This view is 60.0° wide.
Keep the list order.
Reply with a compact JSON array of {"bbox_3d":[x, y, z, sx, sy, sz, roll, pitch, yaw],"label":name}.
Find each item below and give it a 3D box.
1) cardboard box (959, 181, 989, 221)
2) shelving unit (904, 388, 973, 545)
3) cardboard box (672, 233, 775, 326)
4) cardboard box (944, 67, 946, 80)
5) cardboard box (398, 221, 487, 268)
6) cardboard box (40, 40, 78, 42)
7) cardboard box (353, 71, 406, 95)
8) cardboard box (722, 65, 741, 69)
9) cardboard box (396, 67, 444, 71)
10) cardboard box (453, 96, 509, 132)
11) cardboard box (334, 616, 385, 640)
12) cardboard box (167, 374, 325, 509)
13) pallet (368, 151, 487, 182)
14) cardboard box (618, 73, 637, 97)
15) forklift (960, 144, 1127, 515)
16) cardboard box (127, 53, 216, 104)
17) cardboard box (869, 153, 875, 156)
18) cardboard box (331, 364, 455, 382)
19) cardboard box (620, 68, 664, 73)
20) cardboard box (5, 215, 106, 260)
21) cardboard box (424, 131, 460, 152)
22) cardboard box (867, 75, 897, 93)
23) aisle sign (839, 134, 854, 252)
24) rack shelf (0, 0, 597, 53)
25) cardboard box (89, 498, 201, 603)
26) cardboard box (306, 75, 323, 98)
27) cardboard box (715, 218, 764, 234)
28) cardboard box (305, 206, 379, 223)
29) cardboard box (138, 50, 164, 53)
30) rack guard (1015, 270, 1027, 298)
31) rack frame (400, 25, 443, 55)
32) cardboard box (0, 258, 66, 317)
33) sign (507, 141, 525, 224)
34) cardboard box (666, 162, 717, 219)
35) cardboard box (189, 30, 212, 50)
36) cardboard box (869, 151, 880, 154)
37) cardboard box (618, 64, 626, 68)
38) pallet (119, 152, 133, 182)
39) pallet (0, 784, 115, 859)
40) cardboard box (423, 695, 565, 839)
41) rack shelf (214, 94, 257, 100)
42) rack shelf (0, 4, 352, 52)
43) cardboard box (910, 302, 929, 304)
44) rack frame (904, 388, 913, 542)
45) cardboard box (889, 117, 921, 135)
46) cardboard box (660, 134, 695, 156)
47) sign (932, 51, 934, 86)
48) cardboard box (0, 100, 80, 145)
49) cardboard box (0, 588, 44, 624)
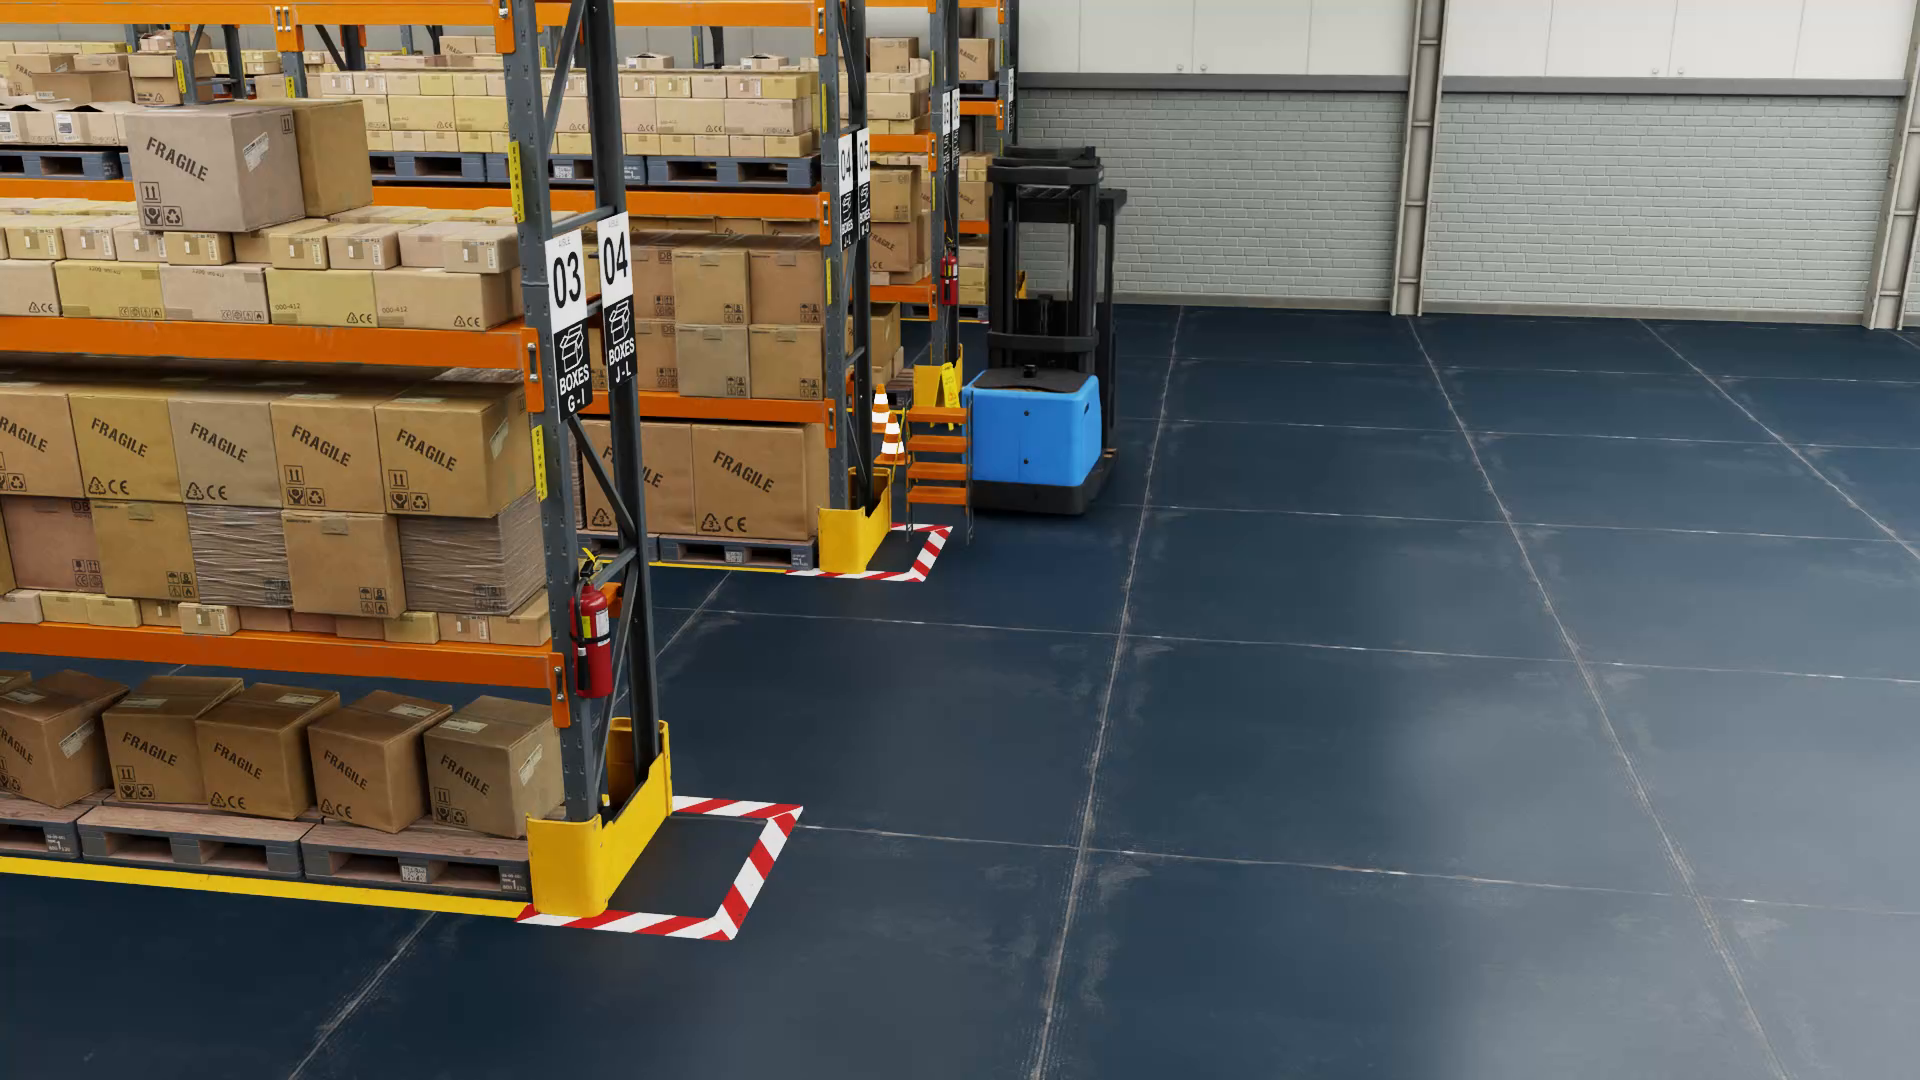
[{"bbox_3d":[0.104,-4.457,21.737,0.500,0.500,0.500,3,19,7],"label":"cardboard box"},{"bbox_3d":[-0.163,-0.577,13.138,0.503,1.200,0.258,3,19,9],"label":"shelving unit"},{"bbox_3d":[-1.755,-1.968,12.520,0.550,0.550,0.875,3,19,9],"label":"cardboard box"},{"bbox_3d":[-0.235,-5.963,21.247,0.250,0.149,0.380,2,19,7],"label":"cardboard box"},{"bbox_3d":[-2.286,-1.313,7.381,0.250,0.149,0.380,2,19,7],"label":"cardboard box"},{"bbox_3d":[-12.676,-6.961,23.632,0.500,0.250,0.500,3,19,8],"label":"cardboard box"},{"bbox_3d":[-4.229,-3.348,12.173,0.250,0.149,0.380,3,19,8],"label":"cardboard box"},{"bbox_3d":[-2.923,-6.100,21.656,0.250,0.149,0.380,3,19,10],"label":"cardboard box"},{"bbox_3d":[-4.126,-3.554,12.789,0.250,0.149,0.380,3,19,8],"label":"cardboard box"},{"bbox_3d":[-3.352,-3.133,12.161,0.500,0.250,0.500,3,19,8],"label":"cardboard box"},{"bbox_3d":[-2.784,0.336,7.967,0.250,0.149,0.380,3,19,9],"label":"cardboard box"},{"bbox_3d":[-3.294,-0.469,7.775,0.500,0.500,0.500,3,19,9],"label":"cardboard box"},{"bbox_3d":[-3.981,-2.893,12.634,1.213,0.211,1.003,3,19,9],"label":"pallet"},{"bbox_3d":[-2.479,-3.258,11.906,0.250,0.149,0.380,3,19,8],"label":"cardboard box"},{"bbox_3d":[0.849,-2.029,14.747,1.130,2.935,3.031,4,19,13],"label":"forklift"},{"bbox_3d":[-8.447,-4.956,17.837,0.637,0.503,0.797,2,19,5],"label":"cardboard box"},{"bbox_3d":[-1.271,-4.990,21.841,0.250,0.149,0.380,3,19,9],"label":"cardboard box"},{"bbox_3d":[-2.716,-0.610,8.196,0.500,0.500,0.500,3,19,9],"label":"cardboard box"},{"bbox_3d":[-2.372,-3.464,12.522,0.250,0.149,0.380,3,19,8],"label":"cardboard box"},{"bbox_3d":[-4.108,-1.382,7.586,0.250,0.149,0.380,3,19,8],"label":"cardboard box"},{"bbox_3d":[-3.732,-2.944,12.223,0.250,0.149,0.380,3,19,8],"label":"cardboard box"},{"bbox_3d":[-0.782,-4.542,16.564,0.250,0.149,0.380,3,19,10],"label":"cardboard box"},{"bbox_3d":[-0.815,-2.491,11.923,0.004,0.787,0.394,3,19,9],"label":"aisle sign"},{"bbox_3d":[-3.699,-2.410,7.462,4.000,0.370,1.077,3,19,9],"label":"rack shelf"},{"bbox_3d":[-3.754,-0.087,8.208,0.500,0.500,0.875,3,19,9],"label":"cardboard box"},{"bbox_3d":[-6.540,-4.718,17.785,0.637,0.503,0.797,3,19,9],"label":"cardboard box"},{"bbox_3d":[-2.216,-3.125,17.290,0.500,0.500,0.500,3,19,9],"label":"cardboard box"},{"bbox_3d":[-2.966,-1.500,7.941,0.250,0.149,0.380,3,19,9],"label":"cardboard box"},{"bbox_3d":[-10.991,-6.609,22.709,0.250,0.149,0.380,3,19,10],"label":"cardboard box"},{"bbox_3d":[0.655,-3.280,22.318,0.348,0.500,1.175,3,19,9],"label":"rack guard"},{"bbox_3d":[-7.267,-7.714,22.177,0.127,3.000,1.000,3,19,9],"label":"rack frame"},{"bbox_3d":[-4.258,-1.203,7.681,0.500,0.250,0.500,2,19,6],"label":"cardboard box"},{"bbox_3d":[-1.832,-1.476,6.865,0.005,0.325,0.100,3,19,9],"label":"sign"},{"bbox_3d":[-2.709,-3.619,17.190,0.500,0.500,0.700,3,19,7],"label":"cardboard box"},{"bbox_3d":[-10.637,-6.961,23.108,0.258,0.266,0.396,3,19,9],"label":"cardboard box"},{"bbox_3d":[-1.189,-5.133,22.269,0.250,0.149,0.380,3,19,9],"label":"cardboard box"},{"bbox_3d":[-4.452,-6.178,21.889,0.250,0.149,0.380,3,19,9],"label":"cardboard box"},{"bbox_3d":[-5.700,-2.919,12.875,1.217,0.209,0.805,2,19,6],"label":"pallet"},{"bbox_3d":[-5.005,1.337,8.974,1.213,0.211,1.003,3,19,9],"label":"pallet"},{"bbox_3d":[-2.338,1.143,8.438,0.500,0.500,0.500,7,20,19],"label":"cardboard box"},{"bbox_3d":[-9.242,-6.051,23.068,4.000,0.370,1.077,3,19,9],"label":"rack shelf"},{"bbox_3d":[-6.762,-3.972,12.755,4.000,0.370,1.077,3,19,9],"label":"rack shelf"},{"bbox_3d":[-0.372,-3.315,22.153,0.500,0.250,0.500,3,19,9],"label":"cardboard box"},{"bbox_3d":[-0.404,-0.590,13.174,0.015,1.200,0.240,3,19,9],"label":"rack frame"},{"bbox_3d":[-0.549,-4.145,16.633,0.250,0.149,0.380,3,19,9],"label":"cardboard box"},{"bbox_3d":[-1.971,-2.855,11.956,0.250,0.149,0.380,3,19,9],"label":"cardboard box"},{"bbox_3d":[-0.260,-4.581,16.144,0.005,0.325,0.100,3,19,9],"label":"sign"},{"bbox_3d":[-7.055,-3.229,12.819,0.500,0.311,0.500,3,19,8],"label":"cardboard box"},{"bbox_3d":[-4.524,0.272,8.159,0.250,0.149,0.380,3,19,9],"label":"cardboard box"}]
